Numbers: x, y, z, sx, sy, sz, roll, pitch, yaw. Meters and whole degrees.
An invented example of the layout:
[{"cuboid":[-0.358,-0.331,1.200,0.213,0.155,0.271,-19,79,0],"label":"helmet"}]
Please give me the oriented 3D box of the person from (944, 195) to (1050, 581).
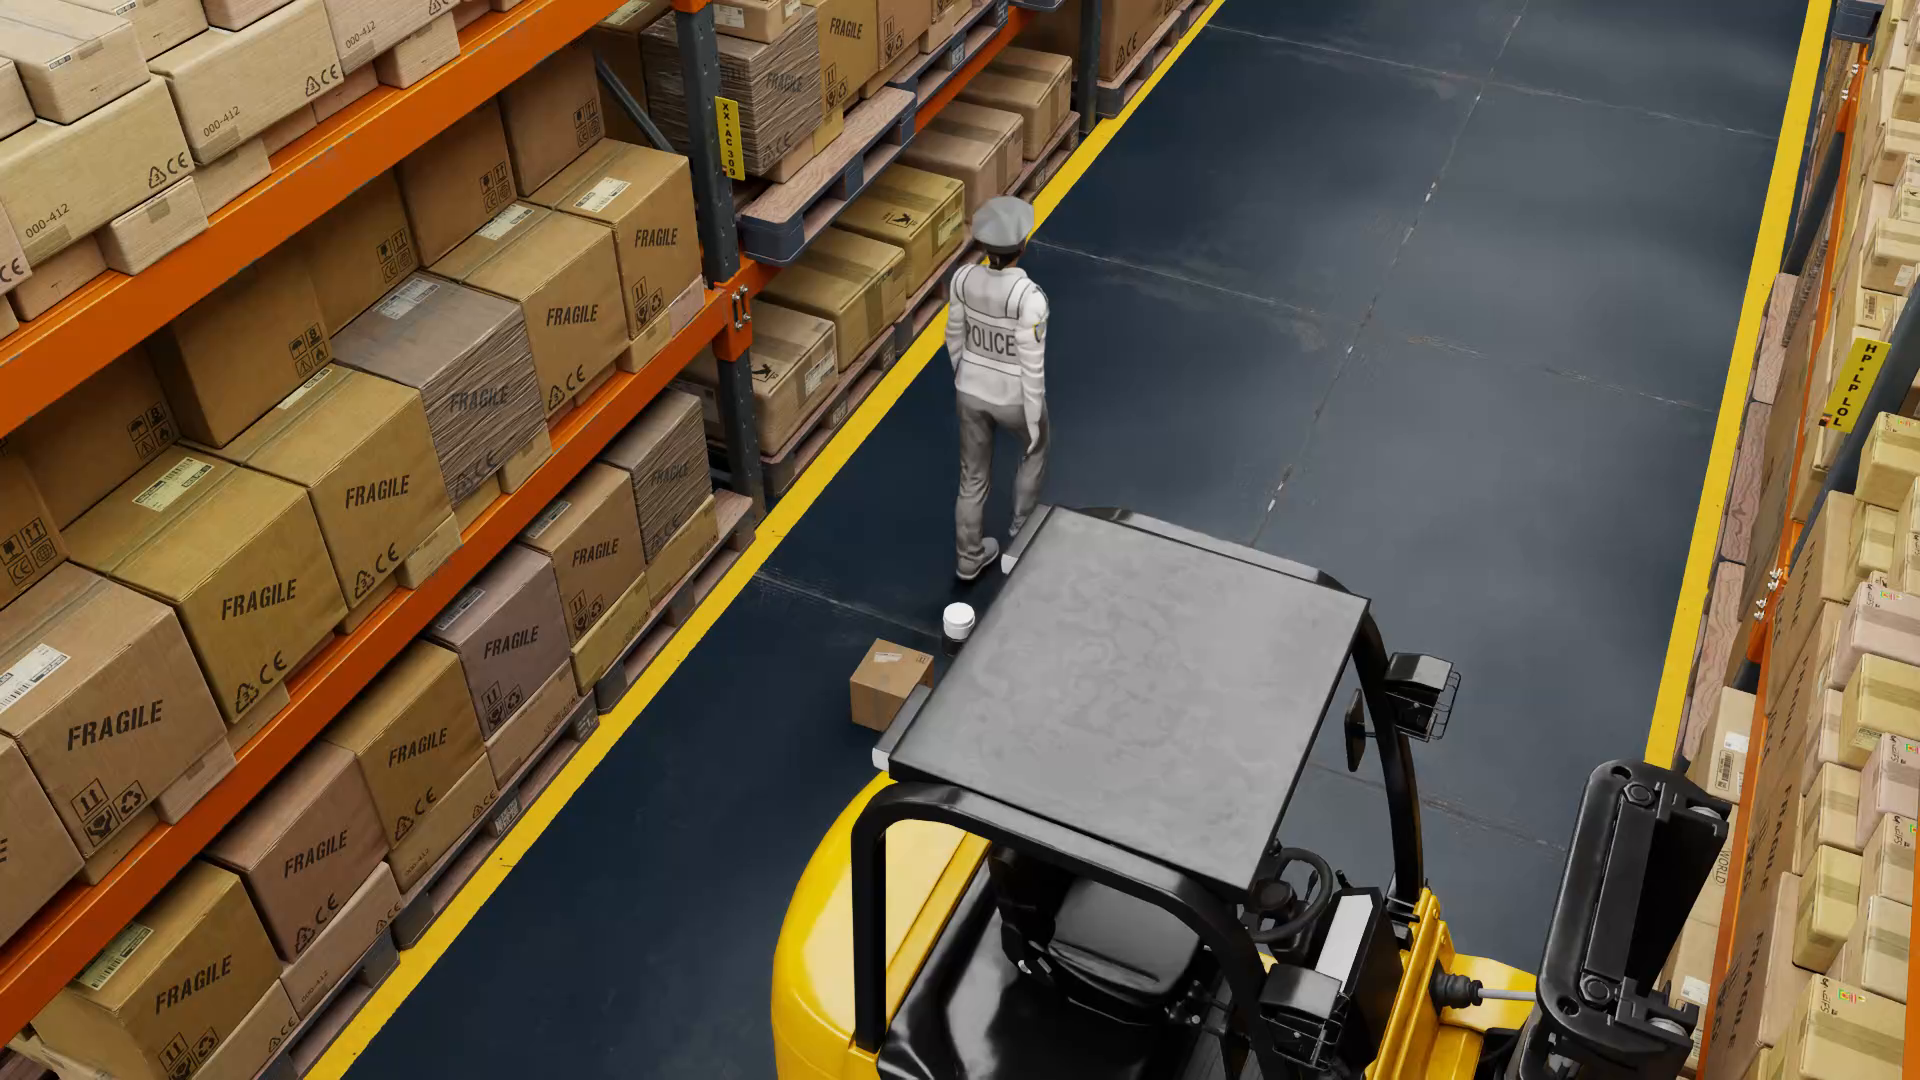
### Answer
[{"cuboid":[0.137,-0.574,6.843,0.508,1.715,0.577,19,46,20],"label":"person"}]
